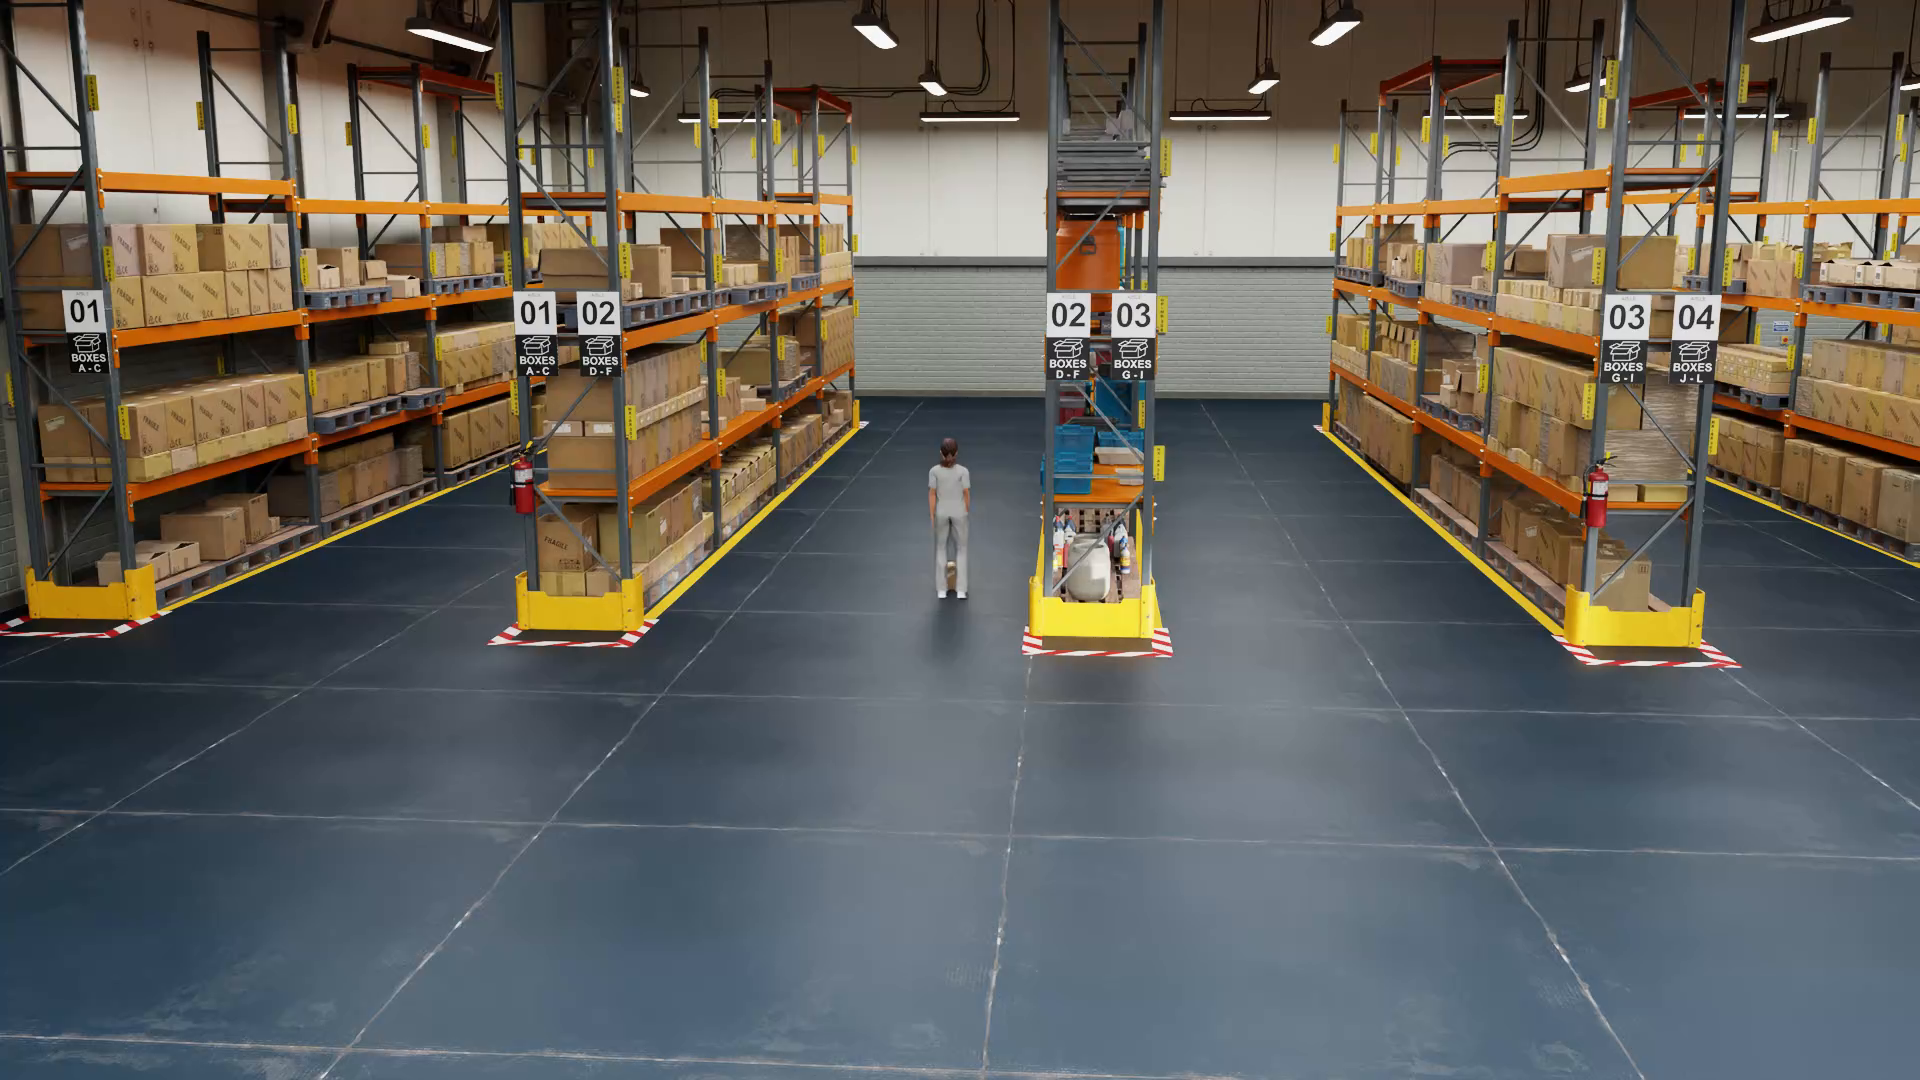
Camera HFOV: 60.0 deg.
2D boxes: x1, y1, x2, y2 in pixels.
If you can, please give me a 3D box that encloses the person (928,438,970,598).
[{"bbox_3d":[-0.109,-0.213,17.150,0.438,1.686,0.373,1,11,5],"label":"person"}]
